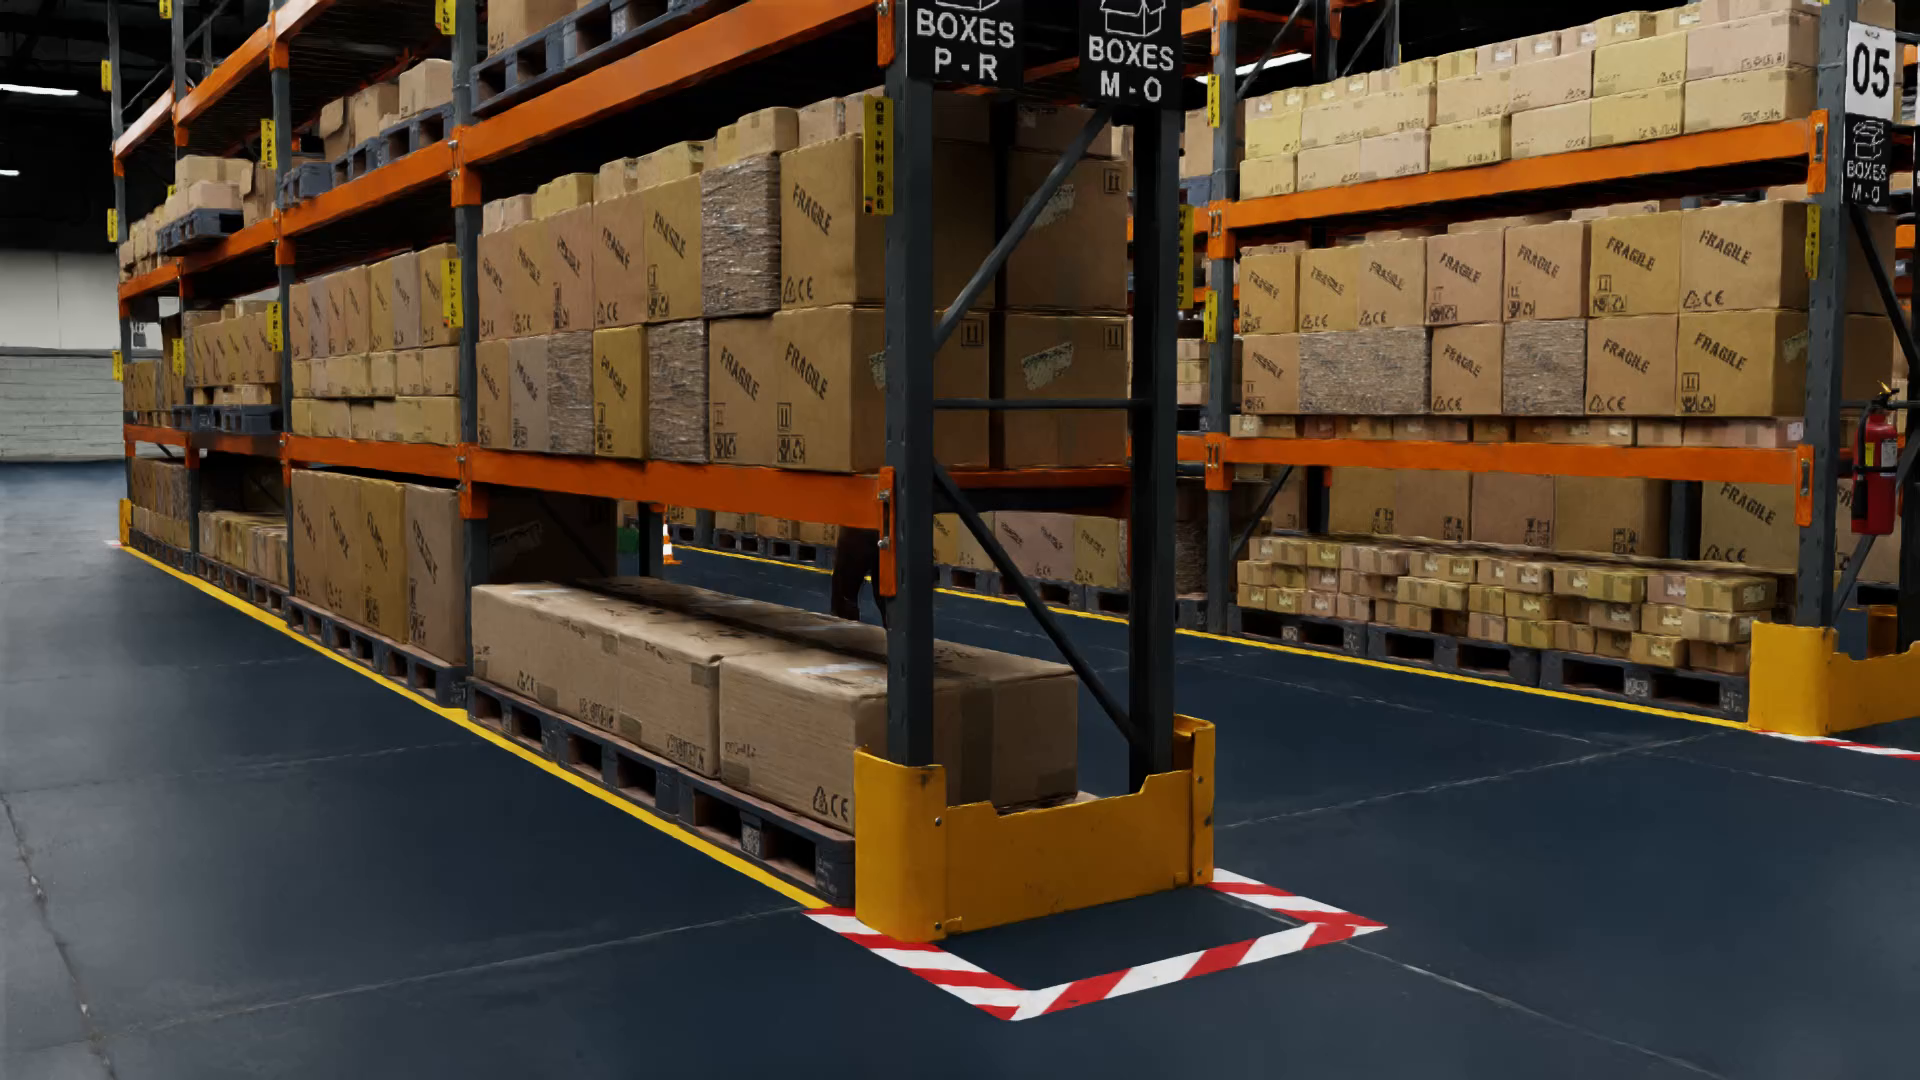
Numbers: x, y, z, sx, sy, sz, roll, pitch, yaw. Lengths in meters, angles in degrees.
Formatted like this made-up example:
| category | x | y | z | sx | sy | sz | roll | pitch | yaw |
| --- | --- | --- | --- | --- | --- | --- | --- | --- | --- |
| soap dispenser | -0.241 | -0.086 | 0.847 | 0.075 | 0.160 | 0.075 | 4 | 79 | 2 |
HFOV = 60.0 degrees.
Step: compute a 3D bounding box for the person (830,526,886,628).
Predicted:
| category | x | y | z | sx | sy | sz | roll | pitch | yaw |
| --- | --- | --- | --- | --- | --- | --- | --- | --- | --- |
| person | -0.501 | -0.085 | 9.087 | 0.617 | 1.702 | 0.843 | -3 | 6 | -36 |
